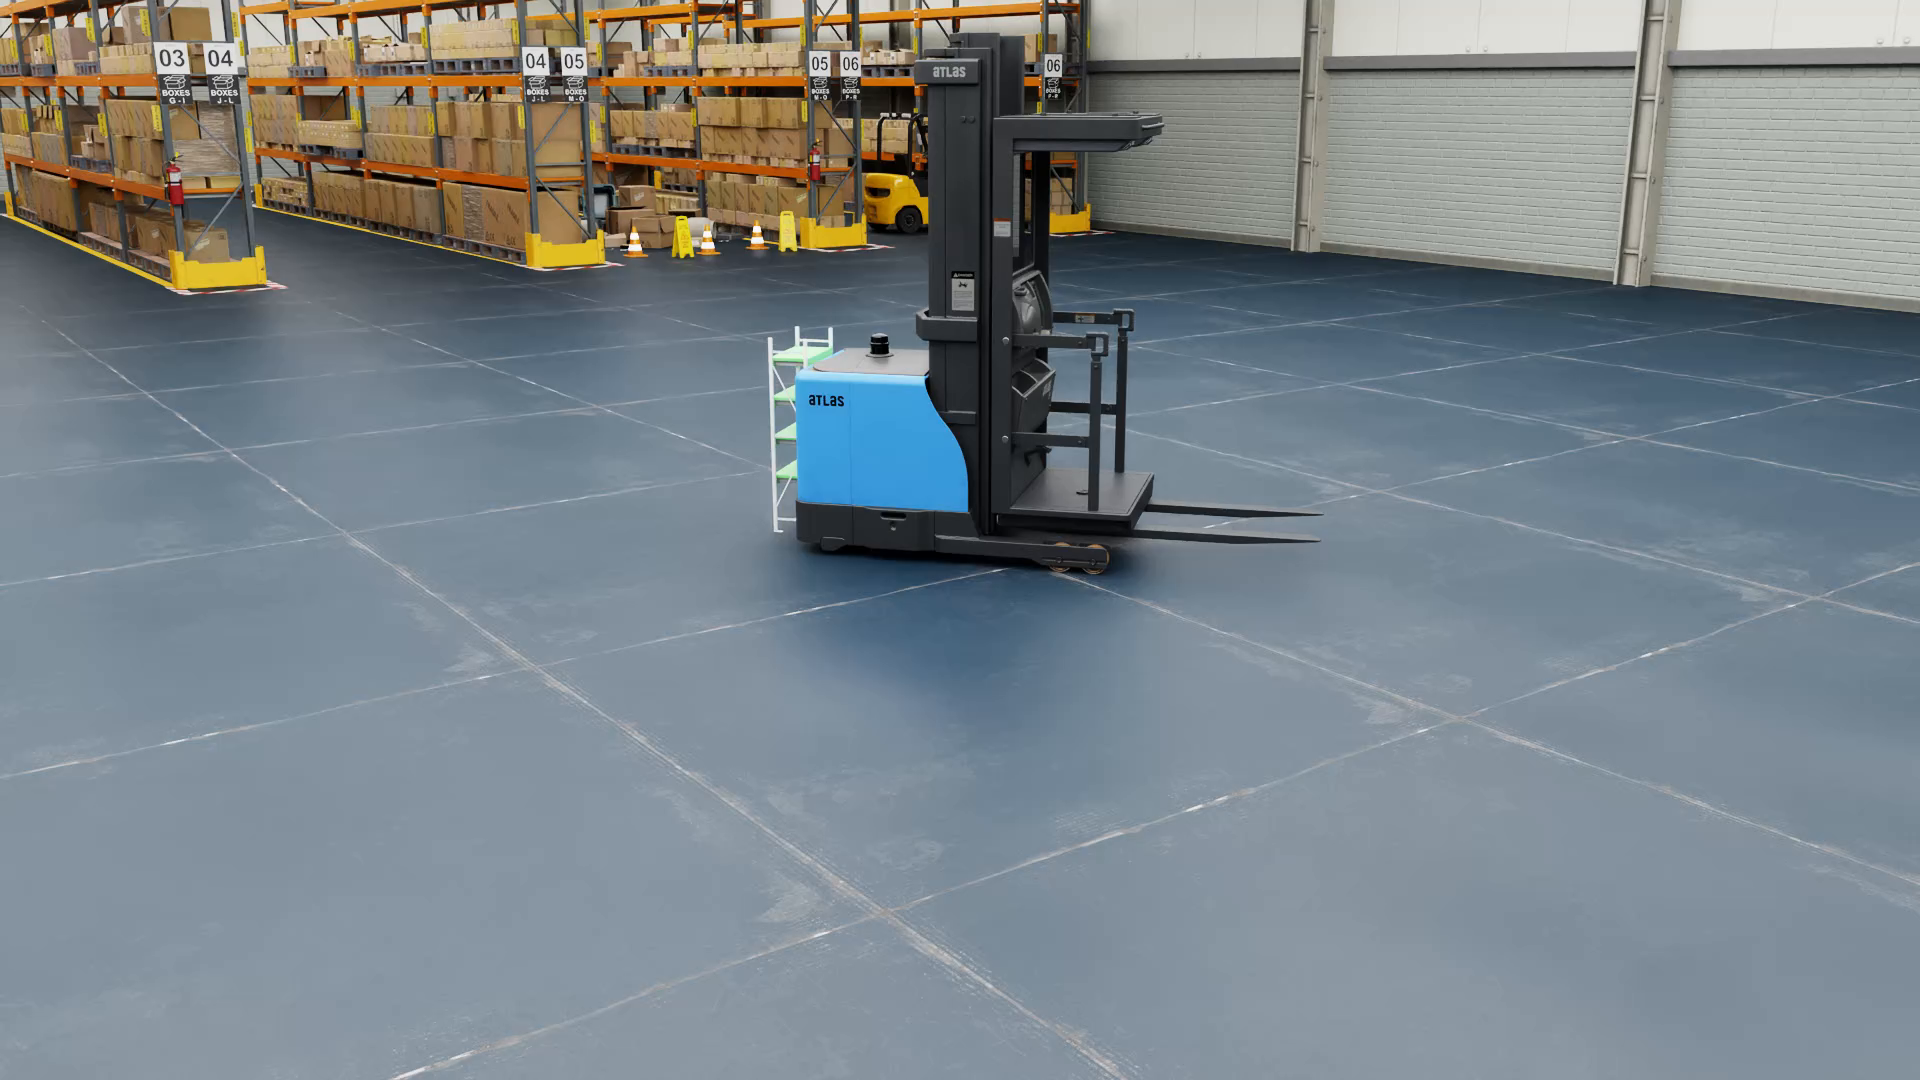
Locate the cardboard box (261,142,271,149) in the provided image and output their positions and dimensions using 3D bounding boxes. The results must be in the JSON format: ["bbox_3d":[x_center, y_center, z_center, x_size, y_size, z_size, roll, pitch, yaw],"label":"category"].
[{"bbox_3d":[-15.243,-8.745,36.820,0.380,0.149,0.250,-12,19,-36],"label":"cardboard box"}]

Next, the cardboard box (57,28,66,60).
[{"bbox_3d":[-14.470,-8.130,27.280,0.500,0.500,0.500,-11,19,-34],"label":"cardboard box"}]

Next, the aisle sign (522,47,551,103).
[{"bbox_3d":[-6.259,-6.875,24.589,0.394,0.787,0.004,-11,19,-35],"label":"aisle sign"}]

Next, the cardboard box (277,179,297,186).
[{"bbox_3d":[-14.761,-7.835,36.498,0.380,0.149,0.250,-10,18,-32],"label":"cardboard box"}]

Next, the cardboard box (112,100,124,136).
[{"bbox_3d":[-12.128,-6.221,24.476,0.500,0.500,0.500,-11,19,-35],"label":"cardboard box"}]

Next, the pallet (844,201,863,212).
[{"bbox_3d":[-2.352,-7.426,36.807,1.003,0.211,1.213,-11,19,-35],"label":"pallet"}]

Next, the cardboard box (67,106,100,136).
[{"bbox_3d":[-15.250,-7.334,29.099,0.797,0.503,0.637,-10,18,-33],"label":"cardboard box"}]

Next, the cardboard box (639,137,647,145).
[{"bbox_3d":[-6.164,-7.932,33.055,0.380,0.149,0.250,-10,18,-31],"label":"cardboard box"}]

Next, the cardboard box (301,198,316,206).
[{"bbox_3d":[-13.620,-7.104,34.954,0.380,0.149,0.250,-11,19,-34],"label":"cardboard box"}]

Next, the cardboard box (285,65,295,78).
[{"bbox_3d":[-13.621,-9.683,34.374,0.500,0.250,0.500,-10,18,-33],"label":"cardboard box"}]

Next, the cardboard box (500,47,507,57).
[{"bbox_3d":[-6.676,-7.332,24.991,0.380,0.149,0.250,-11,19,-34],"label":"cardboard box"}]

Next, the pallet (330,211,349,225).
[{"bbox_3d":[-11.934,-6.474,33.329,1.003,0.211,1.213,-11,19,-35],"label":"pallet"}]

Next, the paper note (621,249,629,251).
[{"bbox_3d":[-5.583,-4.840,27.704,0.144,0.017,0.142,-4,16,-15],"label":"paper note"}]

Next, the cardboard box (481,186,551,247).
[{"bbox_3d":[-7.030,-5.183,26.560,0.875,0.875,0.875,-11,19,-35],"label":"cardboard box"}]

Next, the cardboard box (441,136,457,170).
[{"bbox_3d":[-8.184,-6.533,27.978,0.875,0.550,0.550,-11,19,-35],"label":"cardboard box"}]

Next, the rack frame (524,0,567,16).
[{"bbox_3d":[-9.169,-11.929,36.614,1.000,3.000,0.127,-11,19,-35],"label":"rack frame"}]

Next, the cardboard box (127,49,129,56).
[{"bbox_3d":[-11.428,-6.857,23.294,0.380,0.149,0.250,-12,19,-37],"label":"cardboard box"}]

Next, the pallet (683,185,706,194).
[{"bbox_3d":[-6.281,-8.869,42.081,1.003,0.211,1.213,-11,19,-35],"label":"pallet"}]

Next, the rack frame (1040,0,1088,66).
[{"bbox_3d":[1.899,-10.138,30.070,1.000,3.000,0.127,-11,19,-35],"label":"rack frame"}]

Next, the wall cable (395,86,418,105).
[{"bbox_3d":[-14.856,-11.595,44.775,0.585,1.953,0.123,-11,19,-35],"label":"wall cable"}]

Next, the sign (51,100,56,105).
[{"bbox_3d":[-19.090,-9.105,35.020,0.100,0.325,0.005,-11,19,-35],"label":"sign"}]

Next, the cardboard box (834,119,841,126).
[{"bbox_3d":[-2.526,-9.092,36.195,0.380,0.149,0.250,-10,18,-33],"label":"cardboard box"}]

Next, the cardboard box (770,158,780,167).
[{"bbox_3d":[-3.055,-6.544,28.778,0.380,0.149,0.250,-10,18,-34],"label":"cardboard box"}]

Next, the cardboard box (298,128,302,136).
[{"bbox_3d":[-13.254,-8.315,33.890,0.380,0.149,0.250,-11,18,-34],"label":"cardboard box"}]

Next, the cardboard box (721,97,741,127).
[{"bbox_3d":[-3.826,-7.650,29.696,0.700,0.500,0.500,-11,19,-36],"label":"cardboard box"}]

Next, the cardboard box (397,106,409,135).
[{"bbox_3d":[-9.604,-7.498,29.707,0.700,0.500,0.500,-11,19,-35],"label":"cardboard box"}]

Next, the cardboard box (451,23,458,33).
[{"bbox_3d":[-7.870,-8.150,26.471,0.380,0.149,0.250,-11,19,-34],"label":"cardboard box"}]

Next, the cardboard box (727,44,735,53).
[{"bbox_3d":[-3.900,-8.705,29.483,0.380,0.149,0.250,-12,19,-36],"label":"cardboard box"}]

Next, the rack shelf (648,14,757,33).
[{"bbox_3d":[-6.333,-12.779,41.088,1.077,0.370,4.000,-11,19,-35],"label":"rack shelf"}]

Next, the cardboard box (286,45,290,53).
[{"bbox_3d":[-13.683,-10.133,34.315,0.380,0.149,0.250,-10,18,-33],"label":"cardboard box"}]

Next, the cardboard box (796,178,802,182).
[{"bbox_3d":[-3.513,-8.115,37.982,0.500,0.500,0.500,-11,19,-35],"label":"cardboard box"}]

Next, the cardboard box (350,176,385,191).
[{"bbox_3d":[-11.376,-6.855,31.960,0.500,0.250,0.500,-11,19,-36],"label":"cardboard box"}]

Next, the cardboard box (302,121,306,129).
[{"bbox_3d":[-13.086,-8.400,33.637,0.380,0.149,0.250,-10,18,-33],"label":"cardboard box"}]

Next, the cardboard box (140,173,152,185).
[{"bbox_3d":[-11.431,-5.146,23.673,0.380,0.149,0.250,-11,19,-35],"label":"cardboard box"}]

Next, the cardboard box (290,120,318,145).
[{"bbox_3d":[-13.627,-8.497,34.685,0.500,0.500,0.500,-11,19,-34],"label":"cardboard box"}]

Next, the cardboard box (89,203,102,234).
[{"bbox_3d":[-14.423,-5.510,28.426,0.700,0.500,0.500,-12,19,-37],"label":"cardboard box"}]

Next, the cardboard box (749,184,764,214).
[{"bbox_3d":[-3.396,-6.061,29.533,0.500,0.500,0.500,-11,19,-36],"label":"cardboard box"}]

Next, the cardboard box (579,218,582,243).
[{"bbox_3d":[-6.667,-5.161,27.979,0.500,0.500,0.500,-7,17,-25],"label":"cardboard box"}]

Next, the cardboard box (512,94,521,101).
[{"bbox_3d":[-9.977,-10.074,37.890,0.380,0.149,0.250,-11,19,-35],"label":"cardboard box"}]

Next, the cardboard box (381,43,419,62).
[{"bbox_3d":[-9.918,-8.641,29.466,0.500,0.311,0.500,-11,19,-36],"label":"cardboard box"}]

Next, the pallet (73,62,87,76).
[{"bbox_3d":[-13.371,-7.514,26.523,1.213,0.211,1.003,-11,19,-35],"label":"pallet"}]

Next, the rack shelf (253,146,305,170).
[{"bbox_3d":[-14.290,-8.326,36.176,1.077,0.370,4.000,-11,19,-35],"label":"rack shelf"}]

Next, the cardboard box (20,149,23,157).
[{"bbox_3d":[-18.235,-7.610,32.674,0.380,0.149,0.250,-10,18,-34],"label":"cardboard box"}]

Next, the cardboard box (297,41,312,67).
[{"bbox_3d":[-12.980,-9.845,33.698,0.700,0.500,0.500,-11,19,-34],"label":"cardboard box"}]

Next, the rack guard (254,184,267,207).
[{"bbox_3d":[-15.421,-7.878,37.912,1.175,0.500,0.348,-11,19,-35],"label":"rack guard"}]

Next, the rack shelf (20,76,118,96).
[{"bbox_3d":[-16.010,-8.170,29.925,1.077,0.370,4.000,-11,19,-35],"label":"rack shelf"}]

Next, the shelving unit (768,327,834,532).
[{"bbox_3d":[-0.971,-0.685,10.307,0.258,1.200,0.503,4,16,13],"label":"shelving unit"}]

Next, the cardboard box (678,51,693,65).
[{"bbox_3d":[-4.926,-9.006,31.107,0.500,0.250,0.500,-11,19,-36],"label":"cardboard box"}]

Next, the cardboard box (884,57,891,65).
[{"bbox_3d":[-1.345,-9.862,34.237,0.380,0.149,0.250,-11,19,-35],"label":"cardboard box"}]

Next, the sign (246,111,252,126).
[{"bbox_3d":[-15.905,-9.433,37.219,0.100,0.325,0.005,-11,19,-35],"label":"sign"}]

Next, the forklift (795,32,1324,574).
[{"bbox_3d":[0.606,-1.374,9.546,3.031,2.935,1.130,4,16,13],"label":"forklift"}]

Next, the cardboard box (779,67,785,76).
[{"bbox_3d":[-2.851,-7.941,28.203,0.380,0.149,0.250,-10,18,-33],"label":"cardboard box"}]
